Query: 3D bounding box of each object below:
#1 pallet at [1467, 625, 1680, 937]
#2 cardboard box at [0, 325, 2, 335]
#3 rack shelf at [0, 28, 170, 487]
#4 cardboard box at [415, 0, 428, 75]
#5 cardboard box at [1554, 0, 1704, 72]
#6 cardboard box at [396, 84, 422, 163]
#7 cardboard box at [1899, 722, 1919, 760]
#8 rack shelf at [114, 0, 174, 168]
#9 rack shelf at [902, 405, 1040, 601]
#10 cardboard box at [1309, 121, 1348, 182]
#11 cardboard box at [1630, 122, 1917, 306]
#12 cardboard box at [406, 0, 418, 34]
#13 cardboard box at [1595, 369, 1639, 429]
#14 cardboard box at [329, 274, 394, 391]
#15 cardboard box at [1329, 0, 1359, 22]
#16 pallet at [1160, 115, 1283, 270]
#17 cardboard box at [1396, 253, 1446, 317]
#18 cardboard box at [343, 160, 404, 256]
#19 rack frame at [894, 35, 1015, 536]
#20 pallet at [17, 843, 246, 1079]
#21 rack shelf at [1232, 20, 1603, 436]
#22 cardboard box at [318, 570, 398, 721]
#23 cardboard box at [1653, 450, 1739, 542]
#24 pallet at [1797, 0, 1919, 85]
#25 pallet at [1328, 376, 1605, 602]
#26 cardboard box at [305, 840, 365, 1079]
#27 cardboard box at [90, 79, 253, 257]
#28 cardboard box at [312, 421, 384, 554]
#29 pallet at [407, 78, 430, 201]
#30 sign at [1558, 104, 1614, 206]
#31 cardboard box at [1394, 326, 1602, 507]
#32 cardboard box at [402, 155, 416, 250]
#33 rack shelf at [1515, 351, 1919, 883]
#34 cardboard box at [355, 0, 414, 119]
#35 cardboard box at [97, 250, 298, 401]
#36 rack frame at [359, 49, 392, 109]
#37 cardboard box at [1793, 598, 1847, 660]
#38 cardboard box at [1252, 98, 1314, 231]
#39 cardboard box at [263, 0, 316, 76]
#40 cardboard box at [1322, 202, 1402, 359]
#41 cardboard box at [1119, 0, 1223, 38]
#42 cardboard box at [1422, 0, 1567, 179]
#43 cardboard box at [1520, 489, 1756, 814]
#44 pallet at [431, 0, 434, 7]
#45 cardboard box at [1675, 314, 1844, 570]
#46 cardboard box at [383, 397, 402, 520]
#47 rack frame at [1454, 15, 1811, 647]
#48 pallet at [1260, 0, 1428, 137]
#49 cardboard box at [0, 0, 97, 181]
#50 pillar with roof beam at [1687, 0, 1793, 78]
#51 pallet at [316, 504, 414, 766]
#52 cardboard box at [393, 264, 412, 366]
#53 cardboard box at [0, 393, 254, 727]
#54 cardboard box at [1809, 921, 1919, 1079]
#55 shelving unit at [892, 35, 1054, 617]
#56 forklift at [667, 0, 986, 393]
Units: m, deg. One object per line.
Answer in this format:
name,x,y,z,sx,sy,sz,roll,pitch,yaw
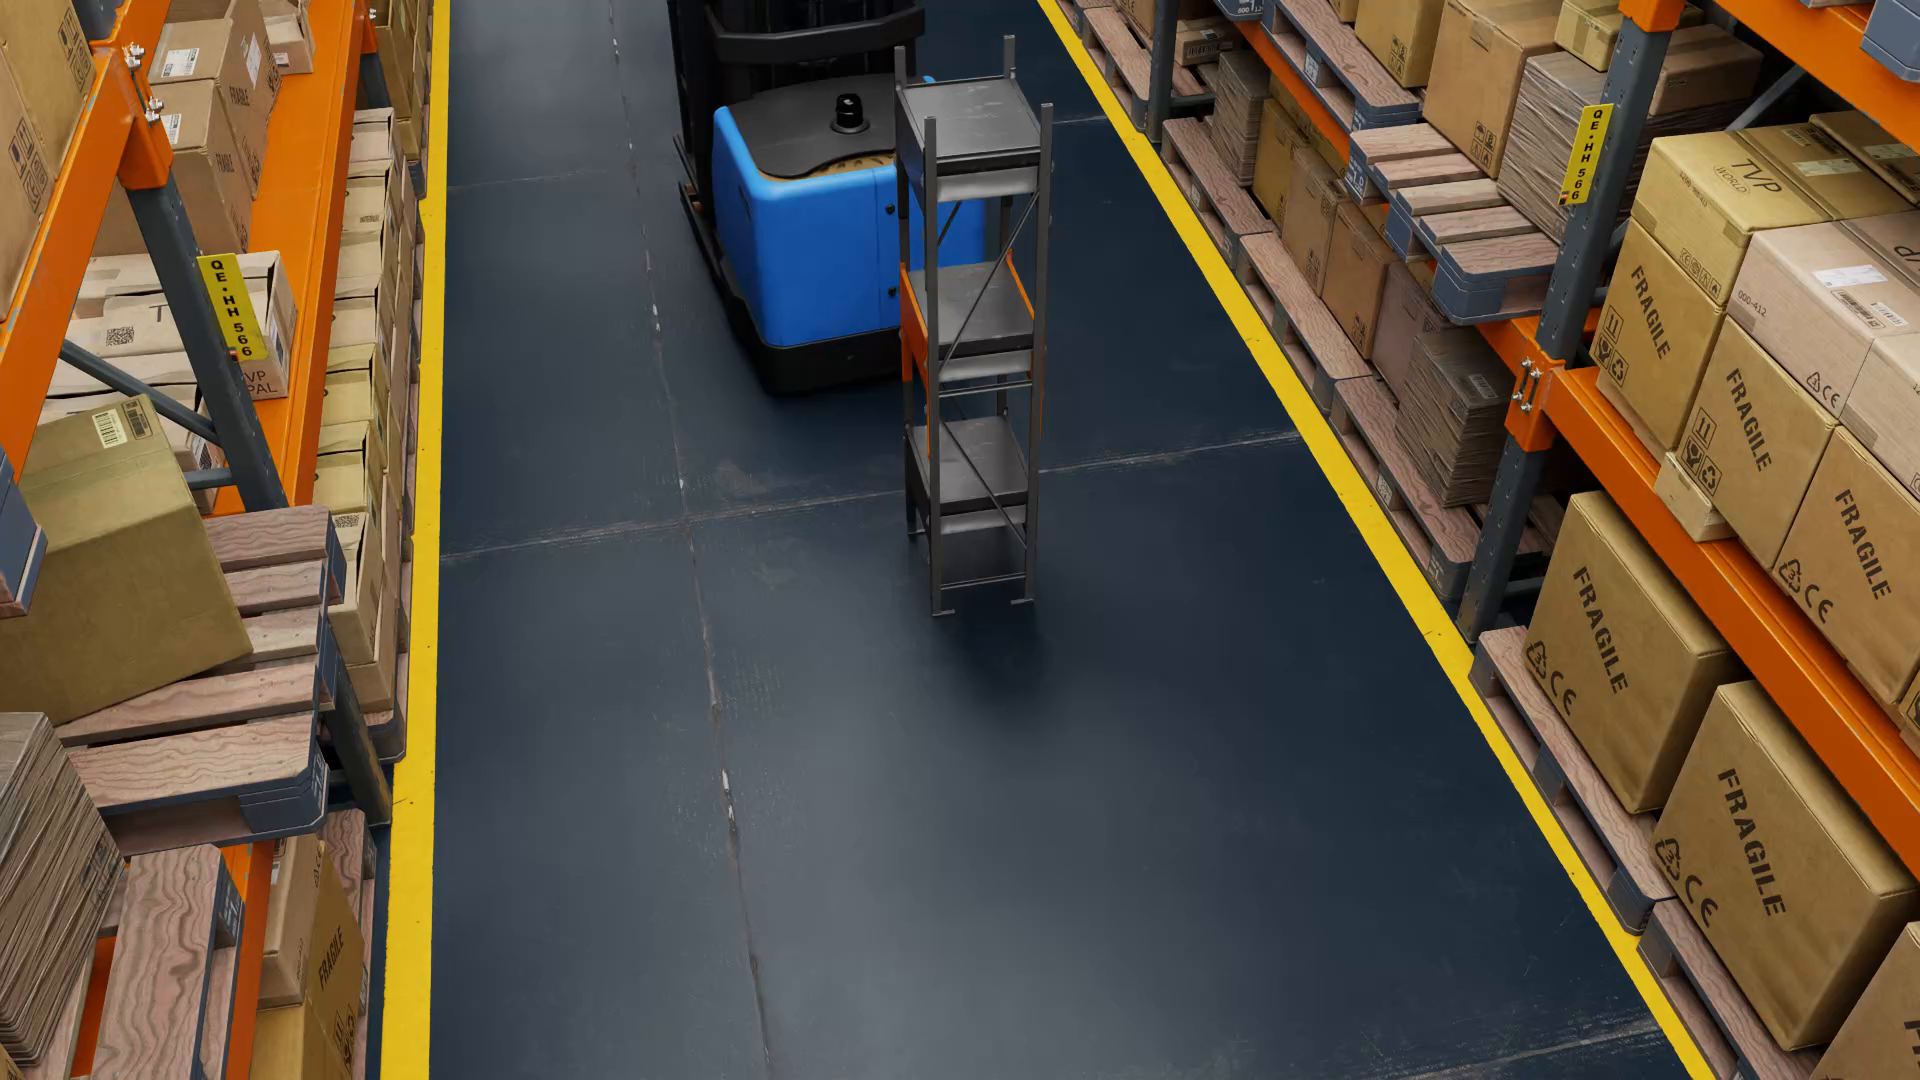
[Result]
pallet,2.497,0.734,5.764,1.003,0.211,1.213,-8,42,-9
cardboard box,-2.086,-0.332,2.530,0.910,0.500,0.500,-8,42,-9
rack shelf,-2.004,0.325,2.406,1.077,0.370,4.000,-8,42,-9
cardboard box,-3.308,-2.834,9.438,0.500,0.250,0.500,-8,42,-9
cardboard box,2.213,-1.701,5.511,0.380,0.149,0.250,-15,44,-16
cardboard box,-3.103,-2.184,8.706,0.500,0.250,0.500,-8,42,-9
cardboard box,2.587,0.495,4.107,0.380,0.149,0.250,-8,42,-9
rack shelf,-2.867,-2.268,5.327,1.077,0.370,4.000,-8,42,-9
rack shelf,0.036,-0.144,6.406,0.431,0.518,0.480,-8,42,-9
cardboard box,1.927,-1.837,7.547,0.500,0.250,0.500,-9,42,-11
cardboard box,2.253,-0.917,4.645,0.500,0.250,0.500,-7,42,-8
cardboard box,-3.309,-3.114,9.189,0.500,0.500,0.500,-8,42,-9
cardboard box,2.246,-0.498,5.225,0.380,0.149,0.250,-9,42,-10
cardboard box,-2.603,-0.842,6.771,0.500,0.311,0.500,-9,42,-10
cardboard box,1.900,-2.505,6.906,0.700,0.500,0.500,-3,42,-3
pallet,1.707,-1.876,8.705,1.003,0.211,1.213,-8,42,-9
cardboard box,2.133,-1.178,6.805,0.500,0.250,0.500,-8,42,-8
cardboard box,-2.813,-1.492,7.504,0.500,0.311,0.500,-7,42,-8
rack frame,-0.017,-0.836,6.110,0.400,2.100,0.015,-8,42,-9
pallet,-2.011,1.213,3.268,1.003,0.211,1.213,-8,42,-9
rack shelf,1.969,-1.858,7.125,1.077,0.370,4.000,-8,42,-9
cardboard box,-2.261,0.371,5.827,0.500,0.250,0.500,-8,42,-9
cardboard box,2.266,-0.149,4.832,0.380,0.149,0.250,-7,42,-8
pallet,2.592,-1.472,4.032,1.213,0.211,1.003,-7,42,-7
pallet,2.234,-0.295,6.923,1.003,0.211,1.213,-8,42,-9
cardboard box,-2.004,1.225,4.663,0.500,0.500,0.500,-7,42,-8
cardboard box,-2.813,-1.241,5.813,0.500,0.500,0.500,-10,43,-12
cardboard box,-2.383,-0.178,6.023,0.500,0.311,0.500,-9,42,-10
pallet,-3.429,-2.190,9.058,1.003,0.211,1.213,-8,42,-9
sign,1.873,-1.150,4.974,0.100,0.325,0.005,-8,42,-9
cardboard box,2.195,-0.520,6.627,0.700,0.500,0.500,-8,42,-9
cardboard box,-2.926,-1.613,8.062,0.500,0.250,0.500,-9,42,-10
rack shelf,2.833,0.735,4.205,1.077,0.370,4.000,-8,42,-9
cardboard box,-3.093,-2.466,8.458,0.500,0.500,0.500,-8,42,-9
cardboard box,-2.439,-0.693,5.338,0.500,0.311,0.500,-9,42,-10
rack frame,-3.299,-2.711,7.545,1.000,3.000,0.127,-8,42,-9
cardboard box,2.506,0.164,4.480,0.380,0.149,0.250,-7,42,-8
cardboard box,1.873,-1.851,8.127,0.700,0.500,0.500,-9,42,-10
cardboard box,-2.929,-2.117,6.977,0.396,0.266,0.258,-9,42,-10
cardboard box,2.062,-1.188,7.381,0.700,0.500,0.500,-9,42,-10
cardboard box,1.274,-3.320,9.782,0.500,0.500,0.500,-11,43,-12
cardboard box,2.143,-1.694,5.992,0.700,0.500,0.500,-12,43,-13
cardboard box,2.432,0.312,5.442,0.750,0.750,0.750,-9,42,-10
pallet,-3.956,-3.772,10.840,1.003,0.211,1.213,-8,42,-9
cardboard box,2.360,-0.294,4.508,0.500,0.500,0.500,-7,42,-8
cardboard box,-2.489,-0.291,6.573,0.500,0.250,0.500,-9,42,-10
rack frame,2.401,-0.831,5.426,1.000,3.000,0.127,-8,42,-9
pallet,1.934,-2.036,6.929,1.003,0.211,1.213,-8,42,-9
cardboard box,-2.308,-1.000,3.282,0.910,0.500,0.500,-8,42,-9
pillar with roof beam,-1.239,-3.424,3.829,9.100,9.000,0.400,-8,42,-9
pallet,-2.575,0.385,6.157,1.003,0.211,1.213,-8,42,-9
cardboard box,-2.708,-0.953,7.319,0.500,0.250,0.500,-7,42,-8
cardboard box,-2.189,0.079,4.010,0.700,0.500,0.500,-22,46,-23
cardboard box,2.802,1.431,4.182,0.750,0.750,0.750,-7,42,-8
shelving unit,0.036,-0.678,5.932,0.431,2.100,0.503,-8,42,-9
forklift,-0.819,-2.739,7.628,1.130,2.935,3.031,-12,43,-14
